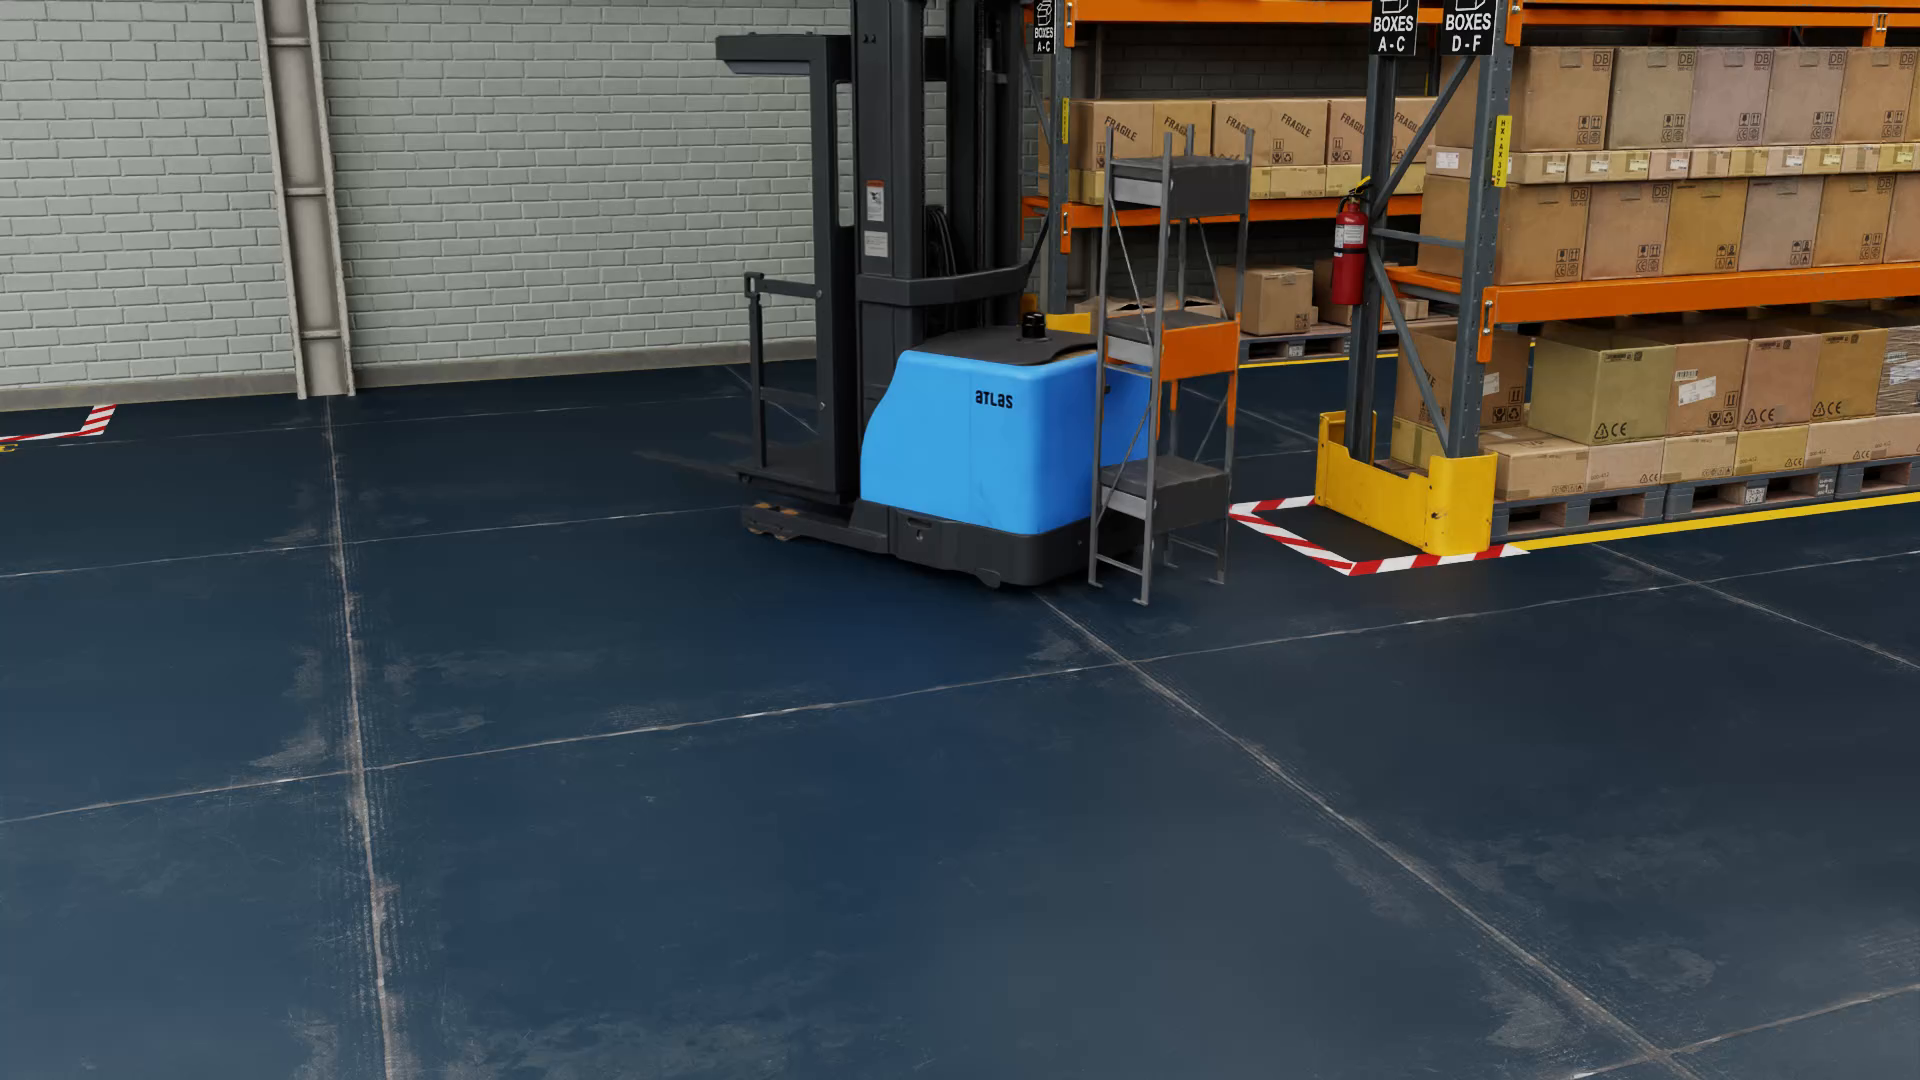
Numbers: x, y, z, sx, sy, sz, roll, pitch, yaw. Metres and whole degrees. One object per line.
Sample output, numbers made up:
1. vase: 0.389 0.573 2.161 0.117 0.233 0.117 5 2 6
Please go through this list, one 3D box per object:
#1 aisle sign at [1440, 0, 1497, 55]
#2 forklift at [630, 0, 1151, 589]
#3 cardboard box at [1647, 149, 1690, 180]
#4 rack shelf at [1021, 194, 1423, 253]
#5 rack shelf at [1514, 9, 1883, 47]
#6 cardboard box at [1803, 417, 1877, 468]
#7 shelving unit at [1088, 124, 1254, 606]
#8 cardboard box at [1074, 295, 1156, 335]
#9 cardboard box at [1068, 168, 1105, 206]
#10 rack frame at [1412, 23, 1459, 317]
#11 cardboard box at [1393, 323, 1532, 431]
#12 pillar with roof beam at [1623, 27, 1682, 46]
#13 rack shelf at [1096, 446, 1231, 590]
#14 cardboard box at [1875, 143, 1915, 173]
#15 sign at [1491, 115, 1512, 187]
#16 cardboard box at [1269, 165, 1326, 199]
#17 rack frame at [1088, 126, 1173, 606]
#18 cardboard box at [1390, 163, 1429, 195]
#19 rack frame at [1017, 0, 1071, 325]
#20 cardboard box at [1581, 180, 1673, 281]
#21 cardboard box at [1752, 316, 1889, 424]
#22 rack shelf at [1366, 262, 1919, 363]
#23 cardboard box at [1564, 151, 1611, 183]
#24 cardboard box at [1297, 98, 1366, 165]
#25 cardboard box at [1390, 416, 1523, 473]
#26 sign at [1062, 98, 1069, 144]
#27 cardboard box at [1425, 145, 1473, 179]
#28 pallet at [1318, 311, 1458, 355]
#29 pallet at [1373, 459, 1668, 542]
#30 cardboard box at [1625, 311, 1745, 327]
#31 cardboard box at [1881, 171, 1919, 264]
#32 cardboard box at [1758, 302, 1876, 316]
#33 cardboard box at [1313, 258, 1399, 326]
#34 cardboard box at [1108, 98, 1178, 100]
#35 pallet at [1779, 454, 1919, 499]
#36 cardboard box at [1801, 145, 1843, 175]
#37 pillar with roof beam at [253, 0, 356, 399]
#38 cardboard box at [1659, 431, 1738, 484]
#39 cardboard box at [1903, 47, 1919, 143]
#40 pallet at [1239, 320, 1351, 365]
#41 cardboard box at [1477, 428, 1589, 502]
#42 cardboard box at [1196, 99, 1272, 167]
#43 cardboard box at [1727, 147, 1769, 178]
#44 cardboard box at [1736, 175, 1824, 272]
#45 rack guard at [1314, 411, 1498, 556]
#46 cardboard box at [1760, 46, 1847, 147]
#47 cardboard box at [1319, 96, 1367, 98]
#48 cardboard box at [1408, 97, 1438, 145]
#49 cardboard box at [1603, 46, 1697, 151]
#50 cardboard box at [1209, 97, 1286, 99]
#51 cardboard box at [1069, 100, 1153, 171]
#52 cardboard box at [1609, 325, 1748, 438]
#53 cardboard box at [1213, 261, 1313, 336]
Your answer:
1. aisle sign: 2.407 -2.685 7.806 0.004 0.787 0.394 -6 17 -20
2. forklift: -0.513 -1.500 8.504 3.031 2.935 1.130 13 21 37
3. cardboard box: 3.518 -1.944 8.567 0.250 0.149 0.380 -6 18 -21
4. rack shelf: 2.451 -2.685 13.694 4.000 0.370 1.077 -6 17 -20
5. rack shelf: 6.186 -4.527 14.645 4.000 0.370 1.077 -6 17 -20
6. cardboard box: 4.807 -0.604 9.468 0.500 0.250 0.500 -6 17 -20
7. shelving unit: 0.943 -0.792 7.549 0.503 2.100 0.431 -12 22 -35
8. cardboard box: 1.261 -1.795 13.380 0.500 0.311 0.500 -8 18 -26
9. cardboard box: 1.152 -2.732 12.807 0.500 0.250 0.500 -7 18 -22
10. rack frame: 4.318 -3.232 14.279 0.127 3.000 1.000 -6 17 -20
11. cardboard box: 2.753 -0.900 9.142 0.500 0.500 0.500 -6 17 -20
12. pillar with roof beam: 8.070 -5.477 11.279 0.400 9.000 9.100 -6 17 -20
13. rack shelf: 0.933 -0.111 7.762 0.480 0.518 0.431 -12 22 -35
14. cardboard box: 4.966 -2.102 9.104 0.250 0.149 0.380 -6 17 -20
15. sign: 2.552 -1.832 7.836 0.005 0.325 0.100 -6 17 -20
16. cardboard box: 2.583 -2.888 13.339 0.500 0.250 0.500 -6 17 -20
17. rack frame: 0.748 -0.751 7.408 0.015 2.100 0.400 -12 22 -35
18. cardboard box: 3.516 -2.994 13.700 0.500 0.250 0.500 -6 17 -20
19. rack frame: 0.583 -2.828 12.906 0.127 3.000 1.000 -6 17 -20
20. cardboard box: 3.288 -1.671 8.788 0.500 0.500 0.700 -6 17 -19
21. cardboard box: 4.803 -0.968 9.373 0.500 0.500 0.500 -6 17 -20
22. rack shelf: 4.227 -1.382 9.257 4.000 0.370 1.077 -6 17 -20
23. cardboard box: 3.048 -1.895 8.398 0.250 0.149 0.380 -7 18 -22
24. cardboard box: 3.049 -3.300 13.413 0.500 0.500 0.500 -7 18 -22
25. cardboard box: 2.754 -0.539 9.246 0.500 0.250 0.500 -6 17 -20
26. sign: 0.777 -3.101 12.298 0.005 0.325 0.100 -6 17 -20
27. cardboard box: 2.648 -1.973 8.665 0.250 0.149 0.380 -6 18 -21
28. pallet: 3.704 -1.817 14.410 1.213 0.211 1.003 -6 17 -20
29. pallet: 3.058 -0.276 9.162 1.213 0.211 1.003 -6 17 -20
30. cardboard box: 4.149 -1.054 9.669 0.500 0.500 0.500 -6 17 -20
31. cardboard box: 5.192 -1.875 9.483 0.500 0.500 0.700 -6 18 -21
32. cardboard box: 5.085 -1.154 10.007 0.500 0.500 0.500 -6 17 -20
33. cardboard box: 3.363 -2.128 14.177 0.500 0.500 0.500 -8 18 -24
34. cardboard box: 1.421 -3.277 13.335 0.500 0.500 0.500 -6 17 -19
35. pallet: 5.337 -0.522 10.000 1.213 0.211 1.003 -6 17 -20
36. cardboard box: 4.484 -2.049 8.923 0.250 0.149 0.380 -6 17 -18
37. pillar with roof beam: -3.135 -4.267 7.159 0.400 9.000 9.100 -6 17 -20
38. cardboard box: 3.872 -0.505 9.128 0.500 0.250 0.500 -6 17 -20
39. cardboard box: 5.211 -2.501 9.313 0.500 0.500 0.700 -6 17 -20
40. pallet: 2.563 -1.693 13.987 1.213 0.211 1.003 -6 17 -20
41. cardboard box: 2.939 -0.403 8.782 0.500 0.250 0.500 -6 17 -20
42. cardboard box: 2.086 -3.192 13.046 0.500 0.500 0.500 -7 18 -22
43. cardboard box: 4.004 -1.998 8.749 0.250 0.149 0.380 -6 18 -21
44. cardboard box: 4.244 -1.774 9.138 0.500 0.500 0.700 -6 17 -18
45. rack guard: 2.337 -0.324 8.813 0.348 0.500 1.175 -6 17 -20
46. cardboard box: 4.276 -2.401 8.970 0.500 0.500 0.700 -6 17 -20
47. cardboard box: 3.320 -3.485 14.043 0.500 0.500 0.500 -6 17 -20
48. cardboard box: 3.987 -3.400 13.752 0.500 0.500 0.500 -6 17 -20
49. cardboard box: 3.338 -2.299 8.624 0.500 0.500 0.700 -7 18 -22
50. cardboard box: 2.372 -3.381 13.689 0.500 0.500 0.500 -6 17 -19
51. cardboard box: 1.136 -3.095 12.713 0.500 0.500 0.500 -6 17 -20
52. cardboard box: 3.868 -0.868 9.033 0.500 0.500 0.500 -6 17 -20
53. cardboard box: 2.497 -2.004 13.756 0.500 0.500 0.700 -7 18 -24
